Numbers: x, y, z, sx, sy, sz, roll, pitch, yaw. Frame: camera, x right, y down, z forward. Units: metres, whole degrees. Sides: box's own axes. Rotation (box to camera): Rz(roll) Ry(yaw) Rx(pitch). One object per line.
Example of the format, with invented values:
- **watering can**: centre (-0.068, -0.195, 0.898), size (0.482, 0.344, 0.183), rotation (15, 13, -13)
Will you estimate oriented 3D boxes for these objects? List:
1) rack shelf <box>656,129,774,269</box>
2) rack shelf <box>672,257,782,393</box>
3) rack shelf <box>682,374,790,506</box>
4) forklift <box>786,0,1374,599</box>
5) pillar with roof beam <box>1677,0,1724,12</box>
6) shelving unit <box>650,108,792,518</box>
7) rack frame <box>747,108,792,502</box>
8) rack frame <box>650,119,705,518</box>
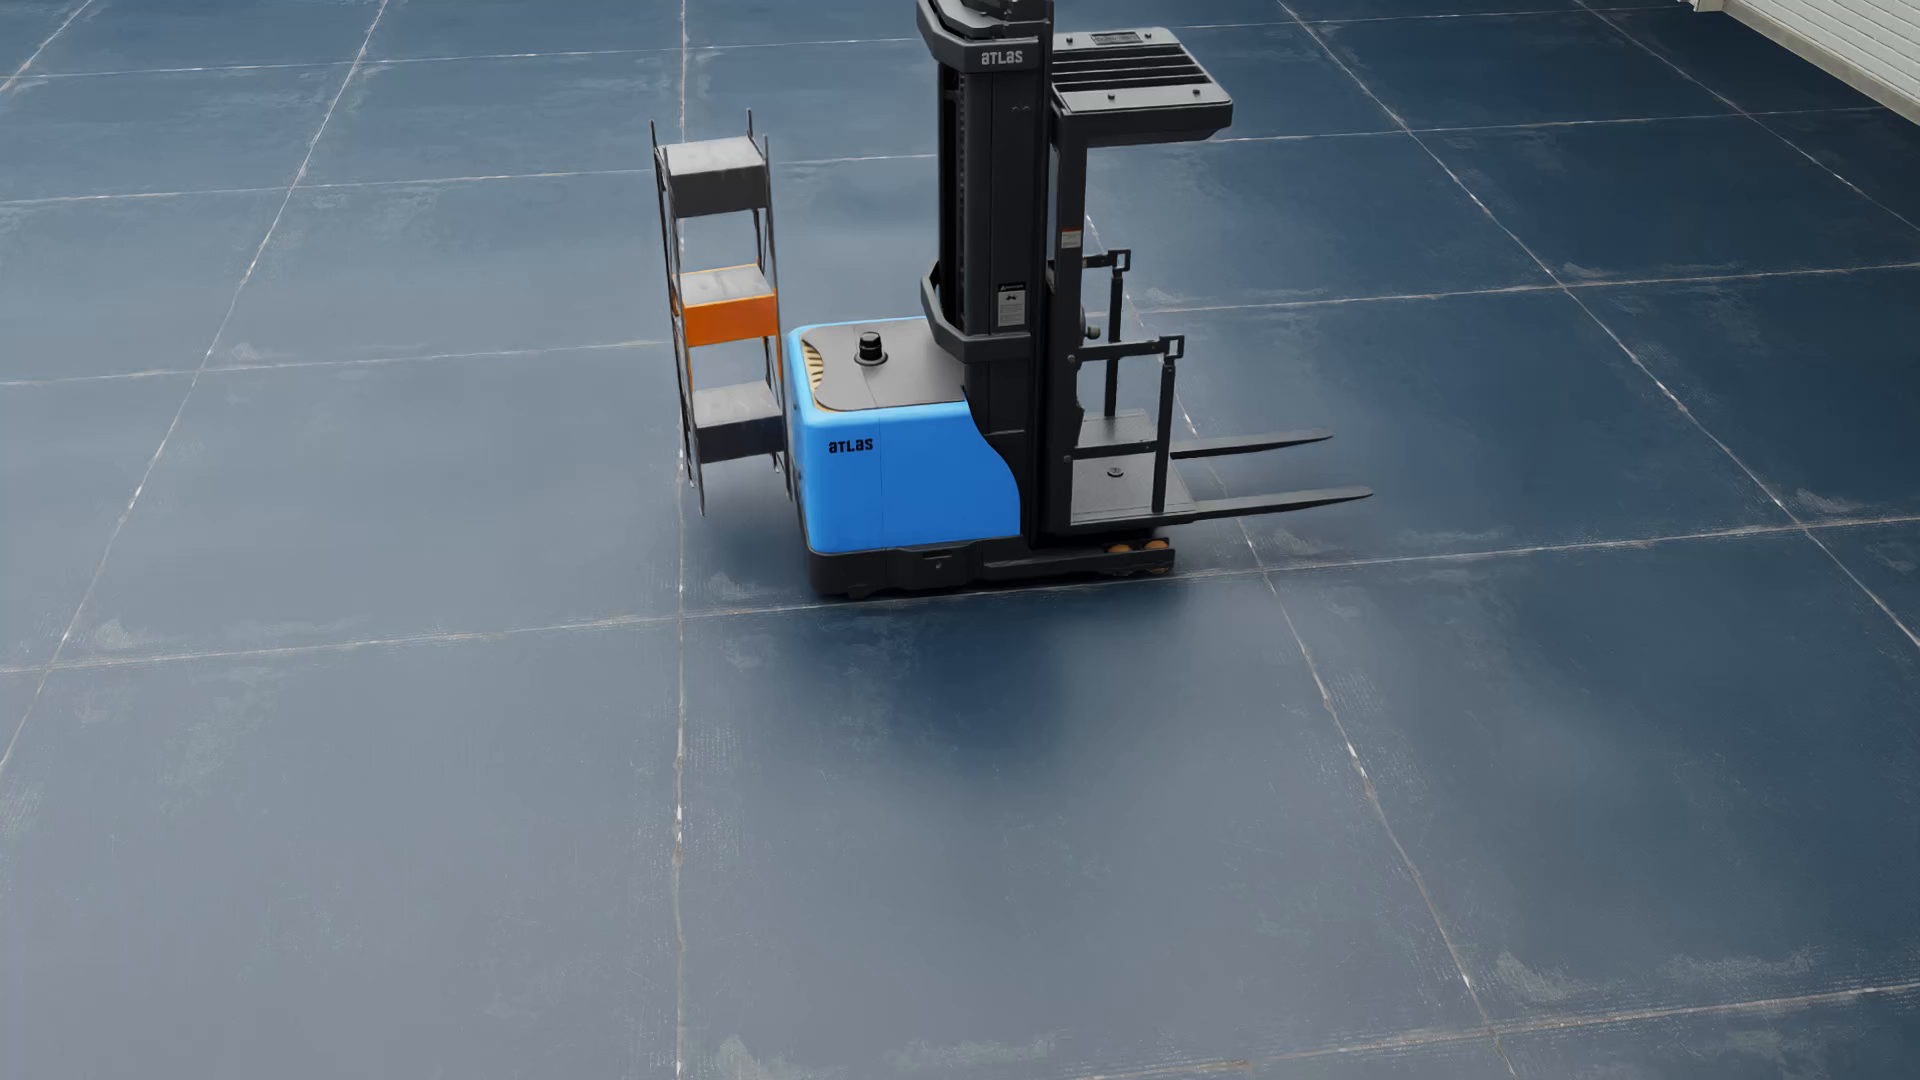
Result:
- **rack shelf**: centre (-1.227, -1.707, 8.300), size (0.480, 0.518, 0.431), rotation (-11, 36, -15)
- **rack shelf**: centre (-1.227, -1.129, 8.694), size (0.480, 0.518, 0.431), rotation (-11, 36, -15)
- **rack shelf**: centre (-1.227, -0.550, 9.089), size (0.480, 0.518, 0.431), rotation (-11, 36, -15)
- **forklift**: centre (0.657, -1.309, 8.197), size (3.031, 2.935, 1.130), rotation (-6, 35, -8)
- **pillar with roof beam**: centre (3.221, -8.799, 13.799), size (9.100, 9.000, 0.400), rotation (-4, 35, -6)
- **shelving unit**: centre (-1.227, -1.140, 8.687), size (0.503, 2.100, 0.431), rotation (-11, 36, -15)
- **rack frame**: centre (-0.996, -1.183, 8.750), size (0.015, 2.100, 0.400), rotation (-11, 36, -15)
- **rack frame**: centre (-1.459, -1.097, 8.623), size (0.015, 2.100, 0.400), rotation (-11, 36, -15)
